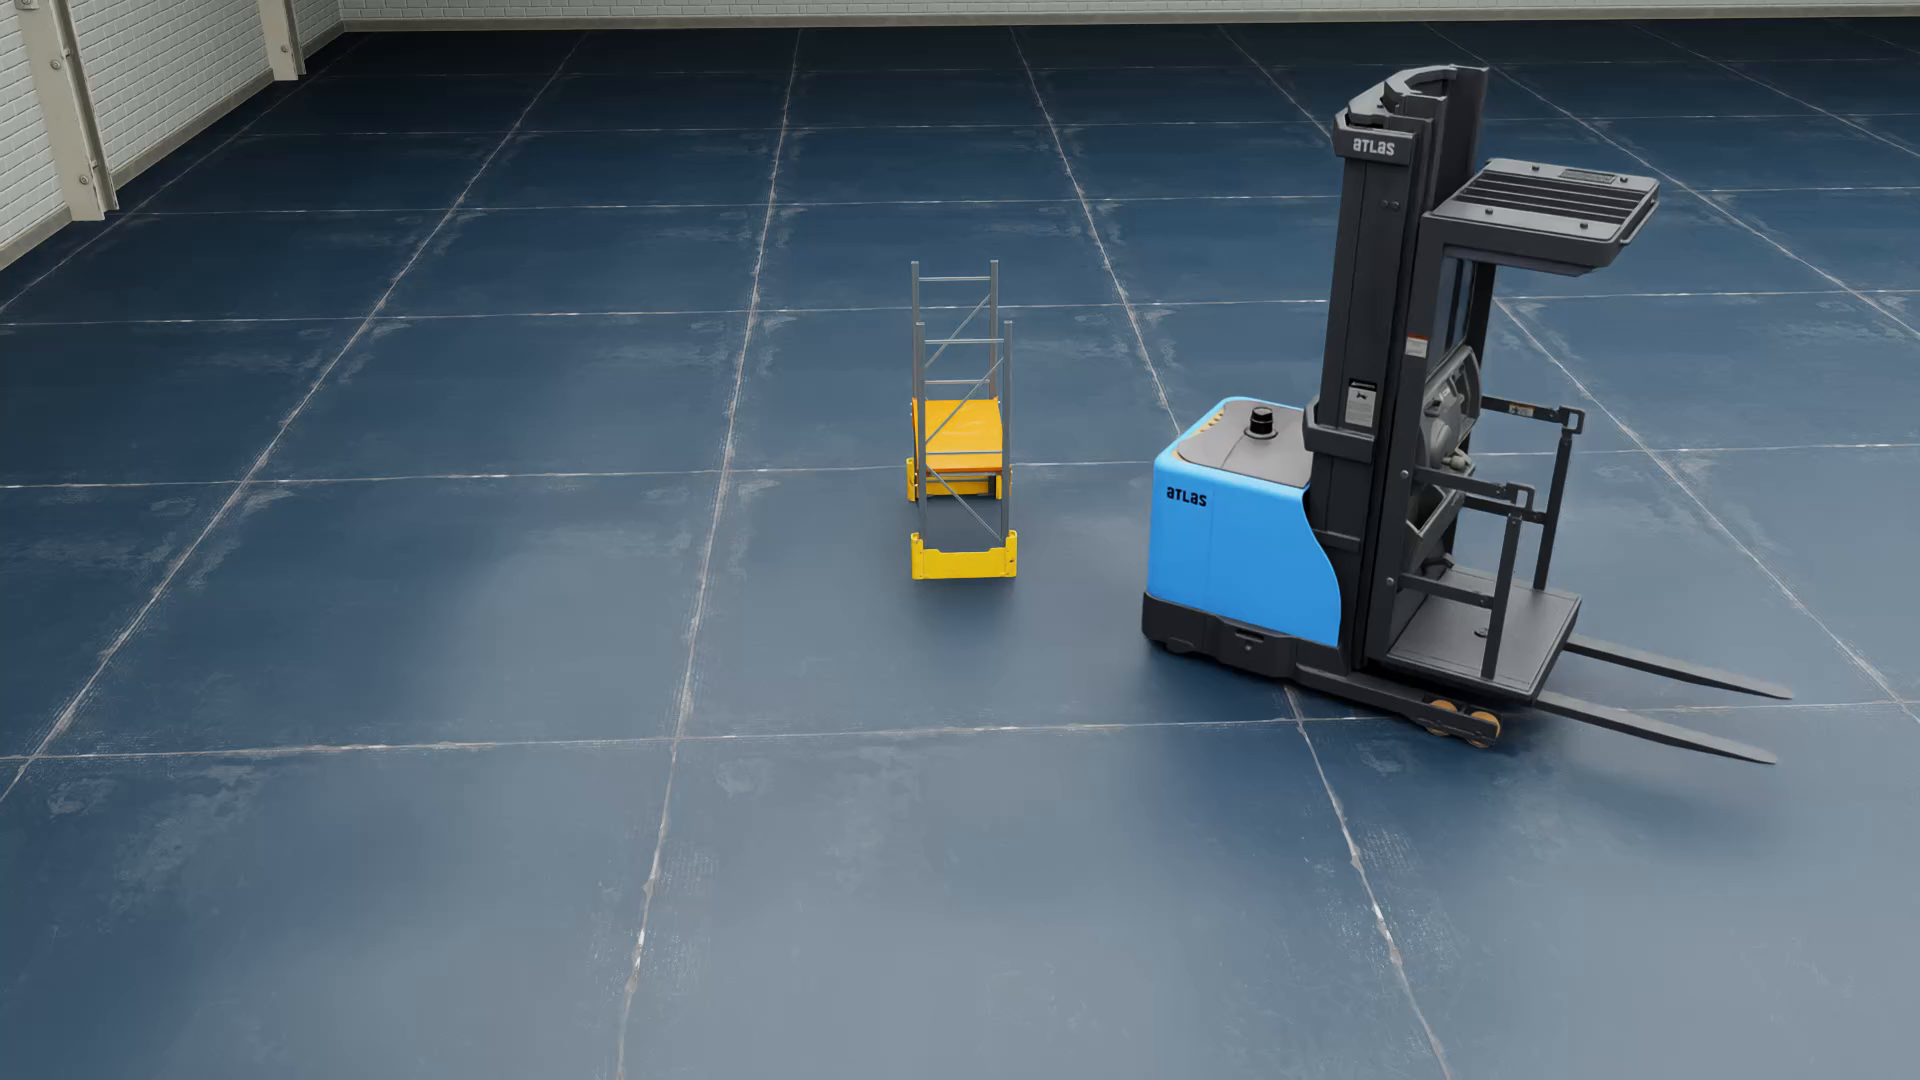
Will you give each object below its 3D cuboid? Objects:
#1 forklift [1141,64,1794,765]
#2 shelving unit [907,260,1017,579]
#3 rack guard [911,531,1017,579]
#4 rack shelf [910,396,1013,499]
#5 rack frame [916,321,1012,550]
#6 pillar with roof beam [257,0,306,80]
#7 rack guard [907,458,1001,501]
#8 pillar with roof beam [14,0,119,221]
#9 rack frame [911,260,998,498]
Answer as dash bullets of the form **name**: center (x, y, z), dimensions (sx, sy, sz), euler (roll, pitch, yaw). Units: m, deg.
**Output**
- **forklift**: center (2.480, -0.599, 7.730), dimensions (3.031, 2.935, 1.130), euler (15, 31, 27)
- **shelving unit**: center (-0.004, -0.700, 9.471), dimensions (0.587, 1.500, 1.083), euler (-1, 28, -3)
- **rack guard**: center (0.022, 0.084, 9.319), dimensions (0.587, 0.250, 0.087), euler (-1, 28, -3)
- **rack shelf**: center (-0.004, -0.545, 9.562), dimensions (0.538, 0.185, 1.000), euler (-1, 28, -3)
- **rack frame**: center (0.022, -0.470, 9.029), dimensions (0.500, 1.500, 0.032), euler (-1, 28, -3)
- **pillar with roof beam**: center (-4.142, -9.922, 19.043), dimensions (9.100, 9.000, 0.400), euler (-1, 28, -3)
- **rack guard**: center (-0.030, -0.376, 10.201), dimensions (0.587, 0.250, 0.087), euler (-1, 28, -3)
- **pillar with roof beam**: center (-3.828, -7.151, 13.730), dimensions (9.100, 9.000, 0.400), euler (-1, 28, -3)
- **rack frame**: center (-0.031, -0.939, 9.929), dimensions (0.500, 1.500, 0.032), euler (-1, 28, -3)
